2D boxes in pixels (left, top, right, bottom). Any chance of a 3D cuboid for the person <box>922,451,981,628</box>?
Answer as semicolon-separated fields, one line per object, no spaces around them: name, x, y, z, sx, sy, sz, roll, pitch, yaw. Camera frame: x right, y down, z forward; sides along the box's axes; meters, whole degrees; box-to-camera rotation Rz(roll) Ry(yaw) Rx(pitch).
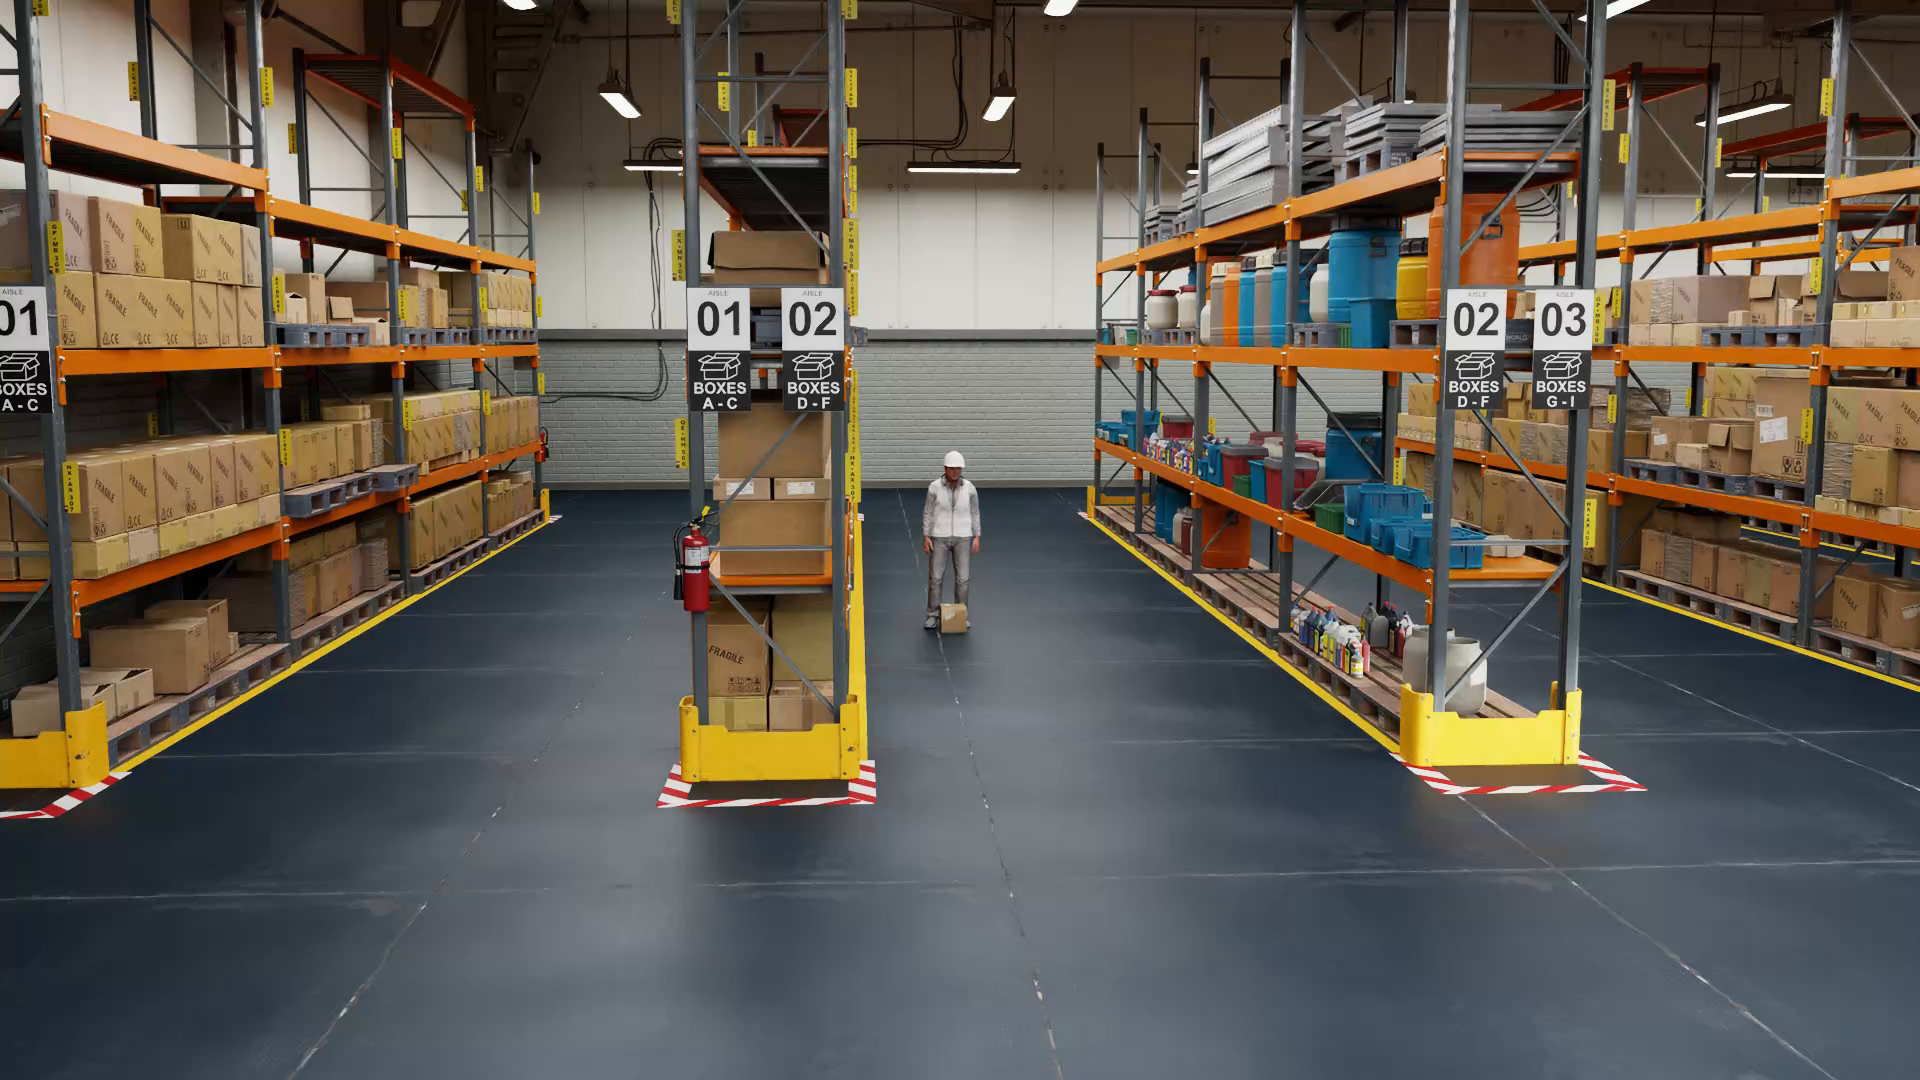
person;-0.086;-0.010;16.706;0.592;1.773;0.458;-1;7;-6
